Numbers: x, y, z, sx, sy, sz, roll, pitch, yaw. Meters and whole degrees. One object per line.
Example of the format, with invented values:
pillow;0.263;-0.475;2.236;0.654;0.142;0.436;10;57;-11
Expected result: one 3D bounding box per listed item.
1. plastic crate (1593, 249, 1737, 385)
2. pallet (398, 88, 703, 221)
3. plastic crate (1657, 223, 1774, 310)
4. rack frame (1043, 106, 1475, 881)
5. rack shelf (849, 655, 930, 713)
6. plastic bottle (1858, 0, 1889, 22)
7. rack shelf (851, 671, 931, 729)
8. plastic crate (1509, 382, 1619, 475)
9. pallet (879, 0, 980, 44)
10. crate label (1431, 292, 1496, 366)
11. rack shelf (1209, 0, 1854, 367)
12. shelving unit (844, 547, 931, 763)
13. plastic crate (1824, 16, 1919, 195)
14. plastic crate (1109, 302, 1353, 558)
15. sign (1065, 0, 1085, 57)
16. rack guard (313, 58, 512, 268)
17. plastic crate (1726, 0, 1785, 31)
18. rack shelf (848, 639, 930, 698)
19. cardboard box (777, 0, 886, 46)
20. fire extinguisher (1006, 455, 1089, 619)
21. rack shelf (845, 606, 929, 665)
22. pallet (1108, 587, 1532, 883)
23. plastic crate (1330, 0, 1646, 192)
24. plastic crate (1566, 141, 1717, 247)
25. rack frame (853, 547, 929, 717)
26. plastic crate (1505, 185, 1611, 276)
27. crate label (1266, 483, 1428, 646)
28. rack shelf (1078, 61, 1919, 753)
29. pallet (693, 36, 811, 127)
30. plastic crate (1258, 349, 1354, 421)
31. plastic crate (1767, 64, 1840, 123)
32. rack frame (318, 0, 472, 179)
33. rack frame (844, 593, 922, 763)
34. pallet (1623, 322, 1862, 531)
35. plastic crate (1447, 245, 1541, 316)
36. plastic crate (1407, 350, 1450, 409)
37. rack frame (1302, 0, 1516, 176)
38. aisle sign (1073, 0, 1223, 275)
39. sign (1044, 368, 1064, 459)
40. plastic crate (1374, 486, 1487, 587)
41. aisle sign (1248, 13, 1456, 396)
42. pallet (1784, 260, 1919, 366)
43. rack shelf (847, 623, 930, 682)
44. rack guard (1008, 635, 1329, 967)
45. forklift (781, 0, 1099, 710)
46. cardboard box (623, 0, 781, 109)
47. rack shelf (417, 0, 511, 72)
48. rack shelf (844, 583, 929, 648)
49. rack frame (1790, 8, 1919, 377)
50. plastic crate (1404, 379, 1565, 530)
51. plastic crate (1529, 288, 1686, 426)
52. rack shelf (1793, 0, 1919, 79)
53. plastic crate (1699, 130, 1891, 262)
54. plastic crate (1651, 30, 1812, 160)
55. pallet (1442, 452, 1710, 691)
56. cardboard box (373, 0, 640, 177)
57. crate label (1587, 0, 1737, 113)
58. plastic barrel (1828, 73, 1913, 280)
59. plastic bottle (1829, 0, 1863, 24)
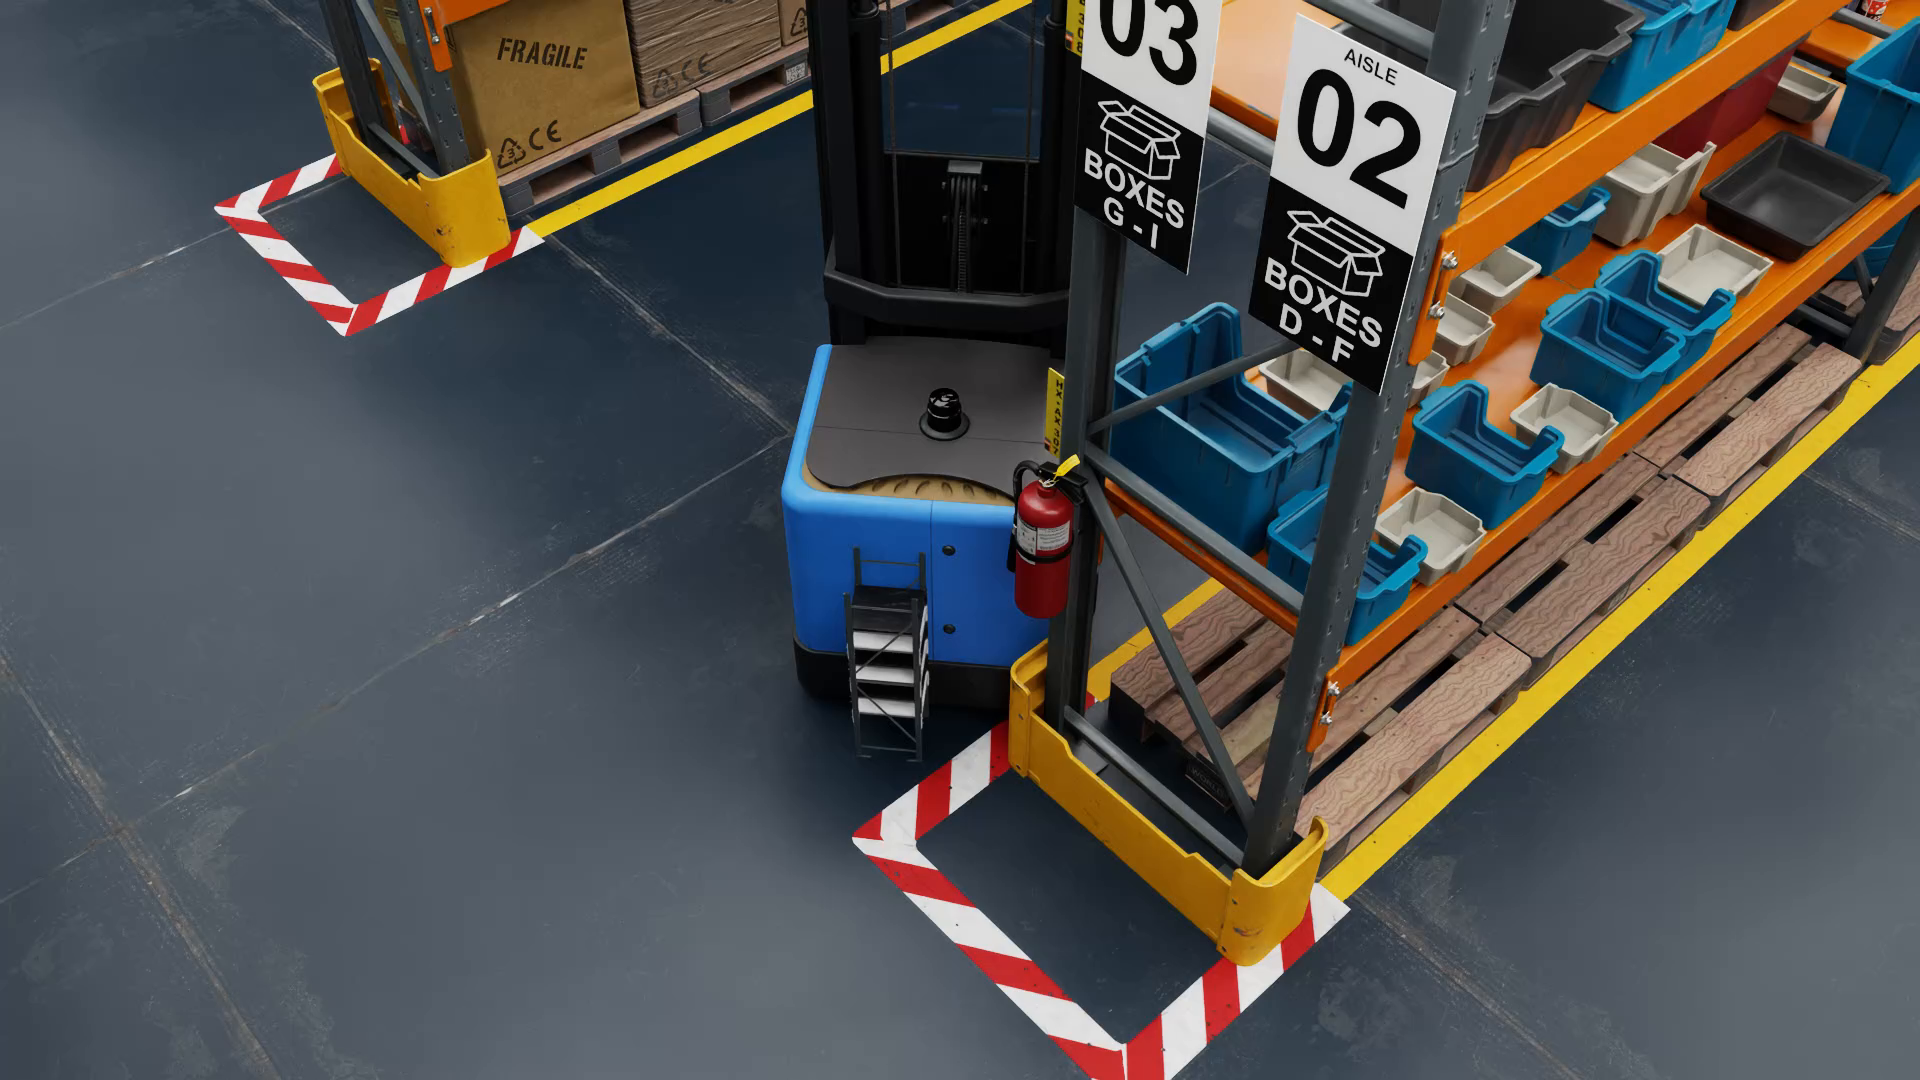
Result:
plastic crate;2.275;-0.724;5.450;0.300;0.233;0.416;-34;56;-27
pallet;-2.118;-2.204;8.640;1.213;0.211;1.003;-34;56;-27
plastic crate;2.548;-0.902;5.680;0.466;0.136;0.293;-34;56;-27
rack frame;0.675;-0.018;4.726;0.127;3.000;1.000;-34;56;-27
rack shelf;-0.245;0.497;5.847;0.258;0.077;0.200;5;47;4
plastic bottle;3.806;-2.241;6.912;0.097;0.201;0.097;0;47;0
rack shelf;-0.245;0.558;5.913;0.258;0.077;0.200;5;47;4
plastic crate;1.874;-0.341;5.162;0.298;0.136;0.250;-34;56;-27
pallet;-0.313;-3.410;9.753;1.213;0.211;1.003;-34;56;-27
crate label;1.570;-0.737;5.528;0.243;0.136;0.396;-34;56;-27
rack shelf;2.155;-1.780;4.800;4.000;0.370;1.077;-34;56;-27
shelving unit;-0.245;0.413;5.757;0.258;0.900;0.210;5;47;4
plastic crate;3.518;-1.595;6.150;0.575;0.384;0.392;-34;56;-27
plastic crate;0.797;-0.318;4.937;0.499;0.435;0.616;-34;56;-27
sign;0.293;-1.291;3.930;0.005;0.325;0.100;-34;56;-27
rack guard;-2.675;-1.852;8.119;0.348;0.500;1.175;-34;56;-27
plastic crate;1.990;-1.620;4.205;0.767;0.338;0.504;-34;56;-27
rack shelf;-0.245;0.436;5.781;0.258;0.077;0.200;5;47;4
cardboard box;-0.906;-3.383;8.991;0.875;0.875;0.875;-34;56;-27
fire extinguisher;0.258;-0.038;5.050;0.183;0.674;0.296;-34;56;-27
rack shelf;-0.245;0.314;5.649;0.258;0.077;0.200;5;47;4
pallet;1.311;0.541;6.107;1.213;0.211;1.003;-34;56;-27
plastic crate;1.147;-1.030;3.707;0.590;0.269;0.497;-34;56;-27
plastic crate;2.381;-1.321;5.968;0.530;0.282;0.437;-34;56;-27
rack frame;-0.234;0.339;5.825;0.240;0.900;0.006;5;47;4
plastic crate;2.022;-1.137;5.831;0.300;0.233;0.416;-34;56;-27
crate label;1.079;0.075;4.713;0.303;0.233;0.416;-34;56;-27
rack shelf;2.155;-0.763;5.903;4.000;0.370;1.077;-34;56;-27
pallet;-1.216;-2.804;9.193;1.213;0.211;1.003;-34;56;-27
plastic crate;1.156;-0.451;5.264;0.243;0.136;0.396;-34;56;-27
plastic crate;3.194;-1.774;6.485;0.243;0.136;0.396;-34;56;-27
rack frame;-2.657;-2.711;7.211;0.127;3.000;1.000;-34;56;-27
rack frame;-0.256;0.487;5.688;0.240;0.900;0.006;5;47;4
pallet;3.116;-0.666;7.221;1.213;0.211;1.003;-34;56;-27
plastic crate;1.777;-0.894;5.672;0.250;0.136;0.298;-34;56;-27
plastic crate;1.381;-0.586;5.388;0.243;0.136;0.396;-34;56;-27
rack frame;0.675;-2.053;2.521;0.127;3.000;1.000;-34;56;-27
aisle sign;0.425;-1.023;3.885;0.004;0.787;0.394;-34;56;-27
sign;0.293;-0.365;4.934;0.005;0.325;0.100;-34;56;-27
plastic crate;1.372;-0.006;4.853;0.298;0.136;0.250;-34;56;-27
aisle sign;0.821;-0.703;3.589;0.004;0.787;0.394;-34;56;-27
pallet;4.233;-1.409;7.907;1.213;0.211;1.003;-34;56;-27
rack shelf;-0.245;0.375;5.715;0.258;0.077;0.200;5;47;4
rack guard;0.666;0.848;5.627;0.348;0.500;1.175;-34;56;-27
forklift;0.068;-1.451;6.094;1.130;2.935;3.031;5;47;4
cardboard box;-1.564;-2.943;8.585;0.875;0.875;0.875;-34;56;-27
rack shelf;-1.177;-3.456;8.388;4.000;0.370;1.077;-34;56;-27
rack shelf;-0.245;0.252;5.583;0.258;0.077;0.200;5;47;4
rack frame;3.634;-1.996;6.551;0.127;3.000;1.000;-34;56;-27
plastic crate;1.566;-0.250;5.013;0.300;0.233;0.416;-34;56;-27
plastic crate;2.053;-0.576;5.313;0.300;0.233;0.416;-34;56;-27
rack shelf;5.114;-2.741;7.727;4.000;0.370;1.077;-34;56;-27
plastic crate;2.987;-1.223;5.984;0.590;0.125;0.437;-34;56;-27
plastic crate;2.805;-1.733;6.224;0.583;0.464;0.402;-34;56;-27
pallet;2.213;-0.059;6.661;1.213;0.211;1.003;-34;56;-27
cardboard box;-2.237;-2.493;8.170;0.875;0.875;0.875;-34;56;-27
crate label;1.575;-1.265;3.937;0.502;0.251;0.408;-34;56;-27
plastic barrel;4.048;-1.686;7.407;0.708;0.901;0.600;-34;56;-27
plastic bottle;3.709;-2.324;6.938;0.135;0.276;0.152;-34;56;-27
